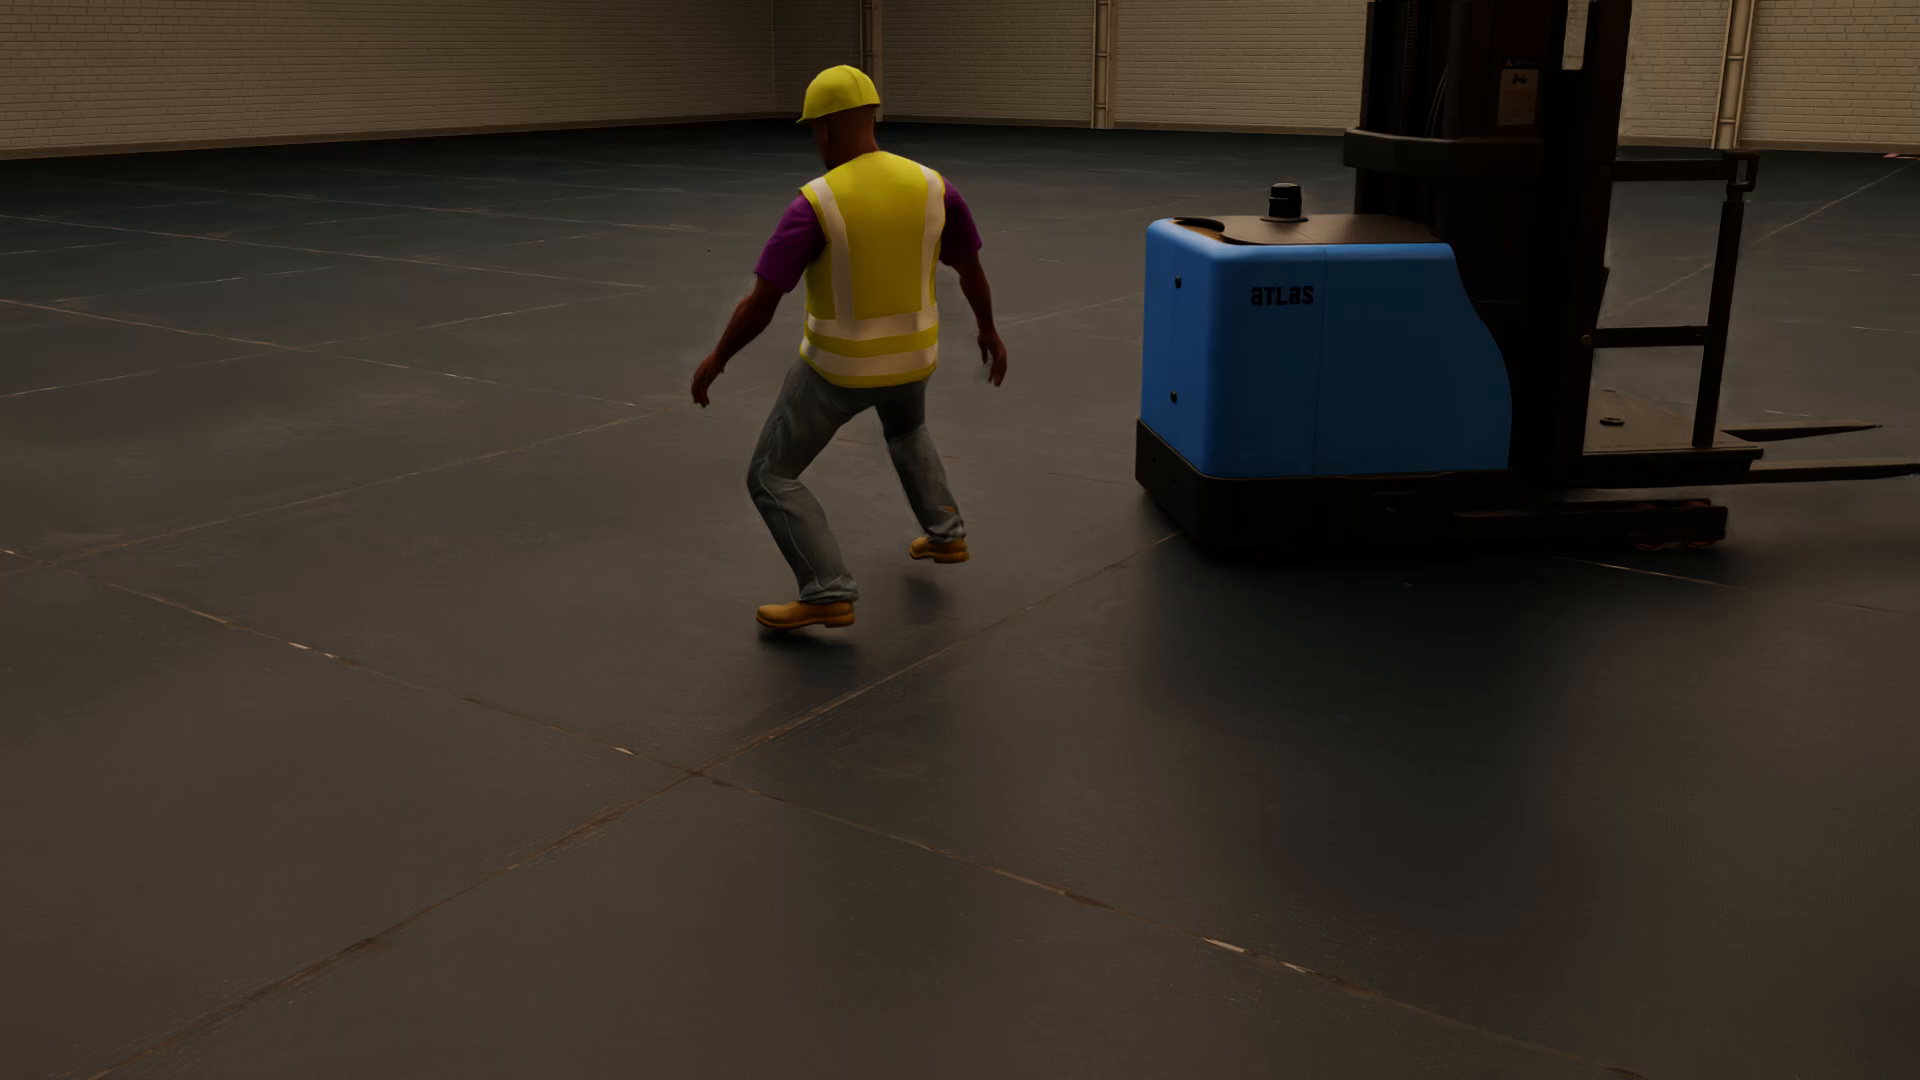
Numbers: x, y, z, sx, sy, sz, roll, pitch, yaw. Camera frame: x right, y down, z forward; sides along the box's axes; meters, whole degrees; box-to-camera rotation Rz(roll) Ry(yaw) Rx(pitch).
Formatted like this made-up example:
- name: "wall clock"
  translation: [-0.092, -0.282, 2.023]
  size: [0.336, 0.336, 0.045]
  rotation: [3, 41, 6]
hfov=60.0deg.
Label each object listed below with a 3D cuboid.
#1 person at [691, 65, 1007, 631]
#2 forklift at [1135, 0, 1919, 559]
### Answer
- name: "person"
  translation: [-0.307, -0.604, 5.049]
  size: [0.987, 1.617, 0.599]
  rotation: [-9, 19, -28]
- name: "forklift"
  translation: [2.244, -1.512, 5.889]
  size: [3.031, 2.935, 1.130]
  rotation: [-2, 17, -8]
